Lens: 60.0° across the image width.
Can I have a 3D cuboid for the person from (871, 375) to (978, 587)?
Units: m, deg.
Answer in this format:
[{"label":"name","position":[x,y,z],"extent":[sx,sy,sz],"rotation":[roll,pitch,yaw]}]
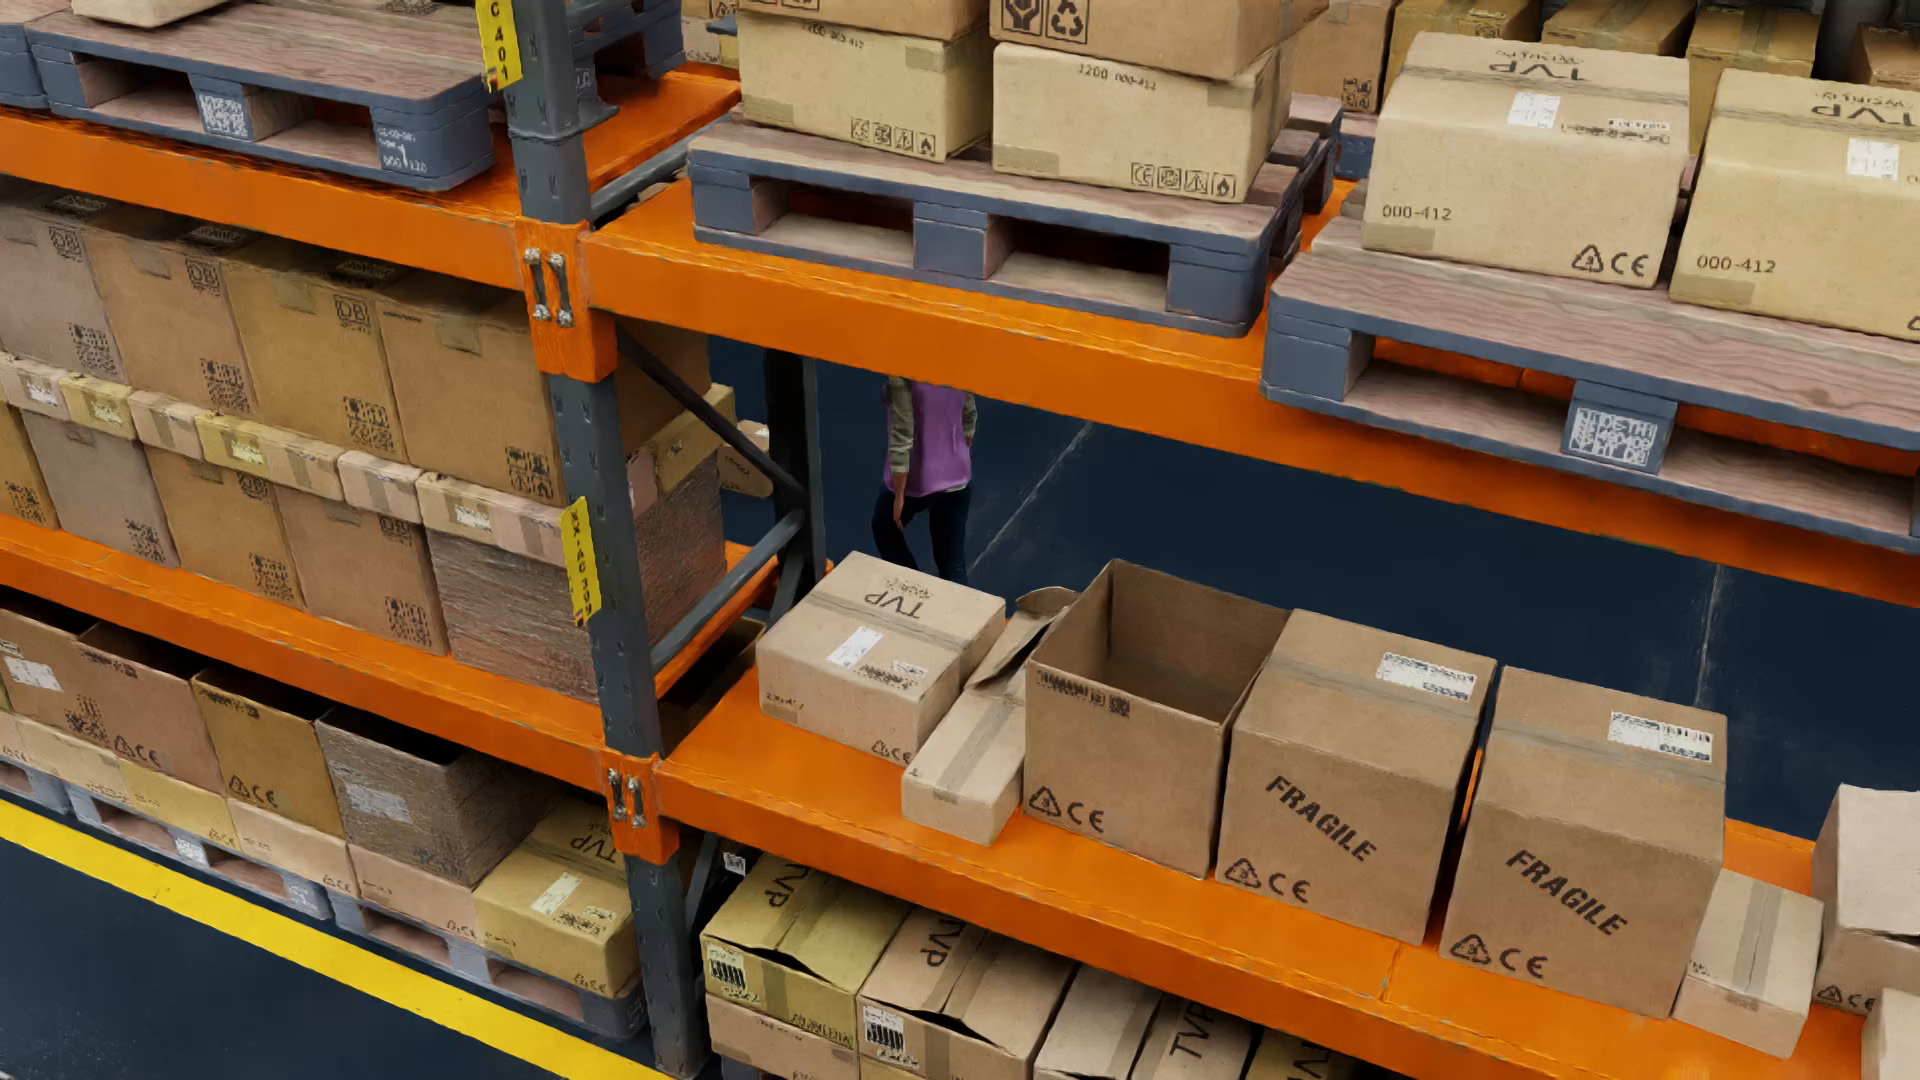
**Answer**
[{"label":"person","position":[-0.097,-0.220,6.455],"extent":[0.442,1.591,0.499],"rotation":[-19,38,-25]}]
